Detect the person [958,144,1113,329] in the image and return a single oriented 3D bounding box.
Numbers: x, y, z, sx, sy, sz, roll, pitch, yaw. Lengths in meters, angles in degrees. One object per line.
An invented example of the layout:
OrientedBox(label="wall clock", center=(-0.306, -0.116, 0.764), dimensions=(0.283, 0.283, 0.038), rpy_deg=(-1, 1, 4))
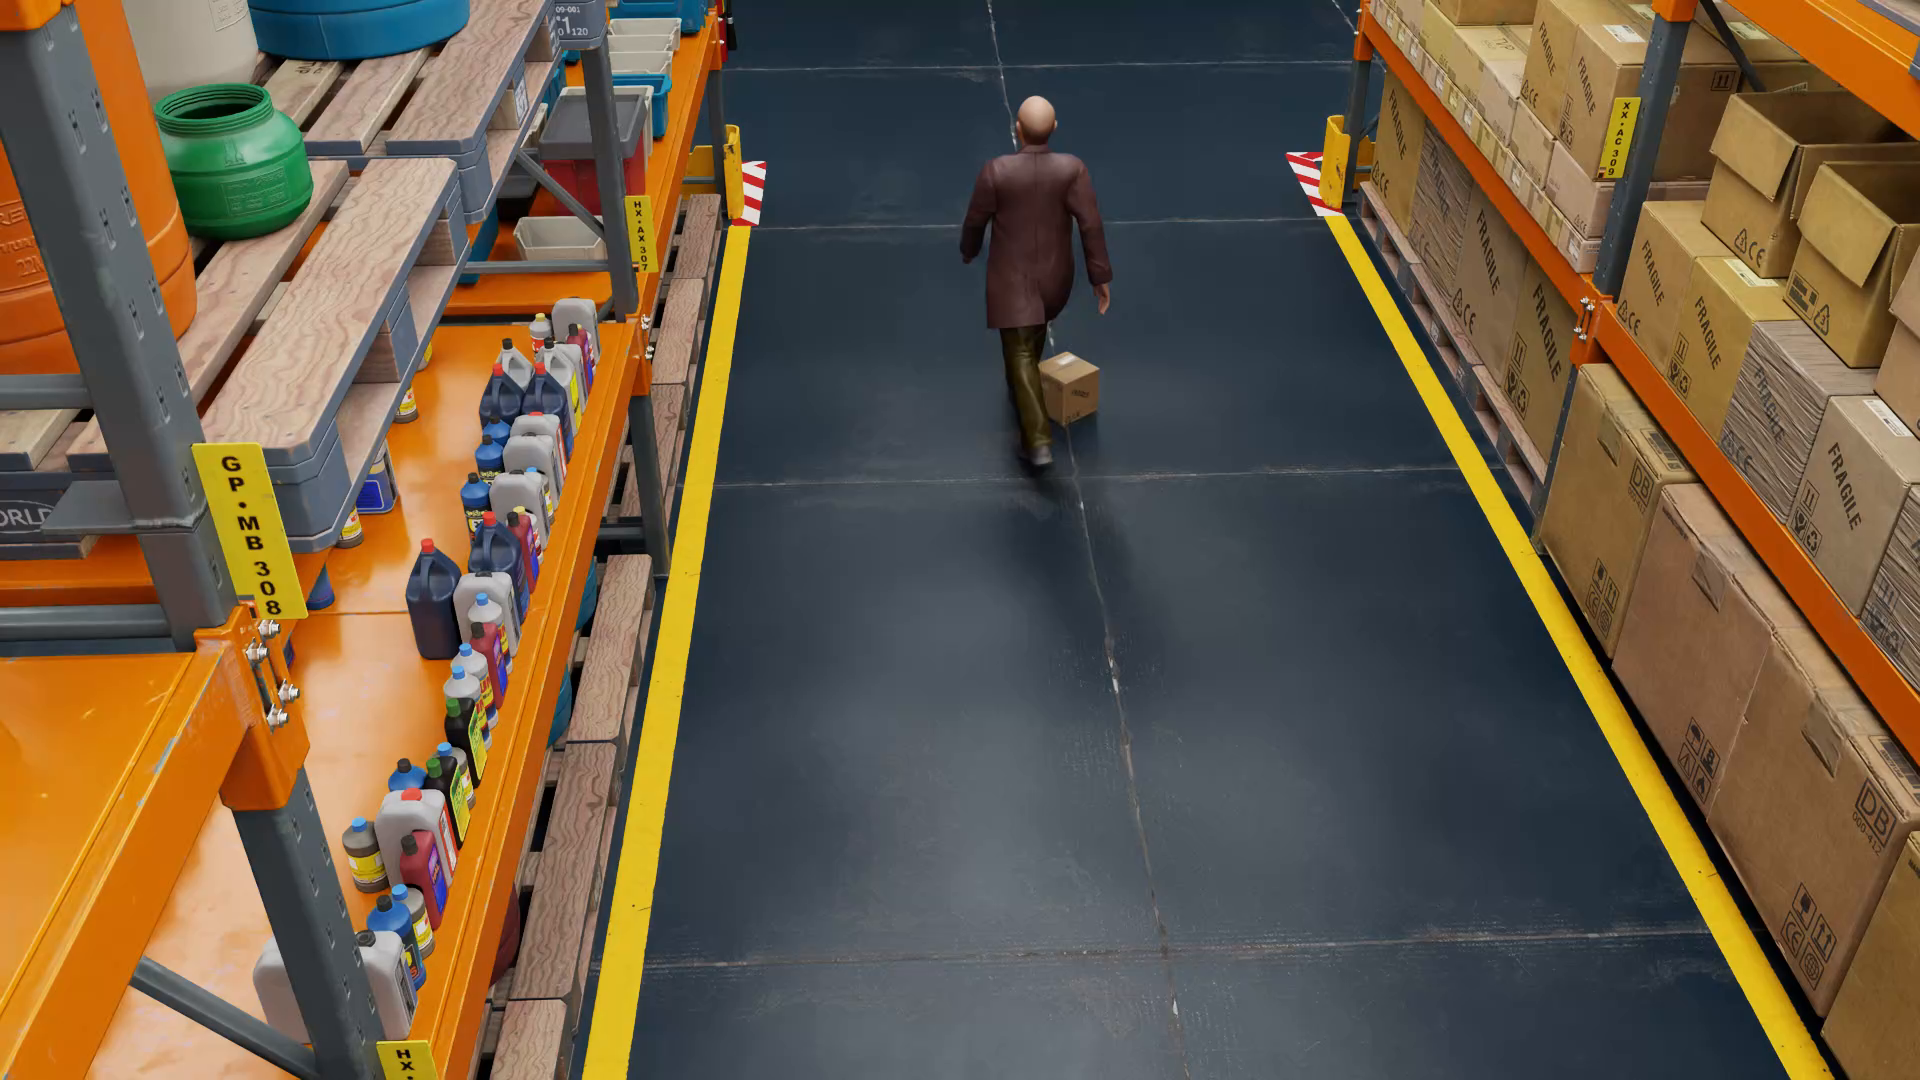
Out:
OrientedBox(label="person", center=(0.358, -1.458, 7.969), dimensions=(0.667, 0.955, 0.539), rpy_deg=(-8, 35, -11))
